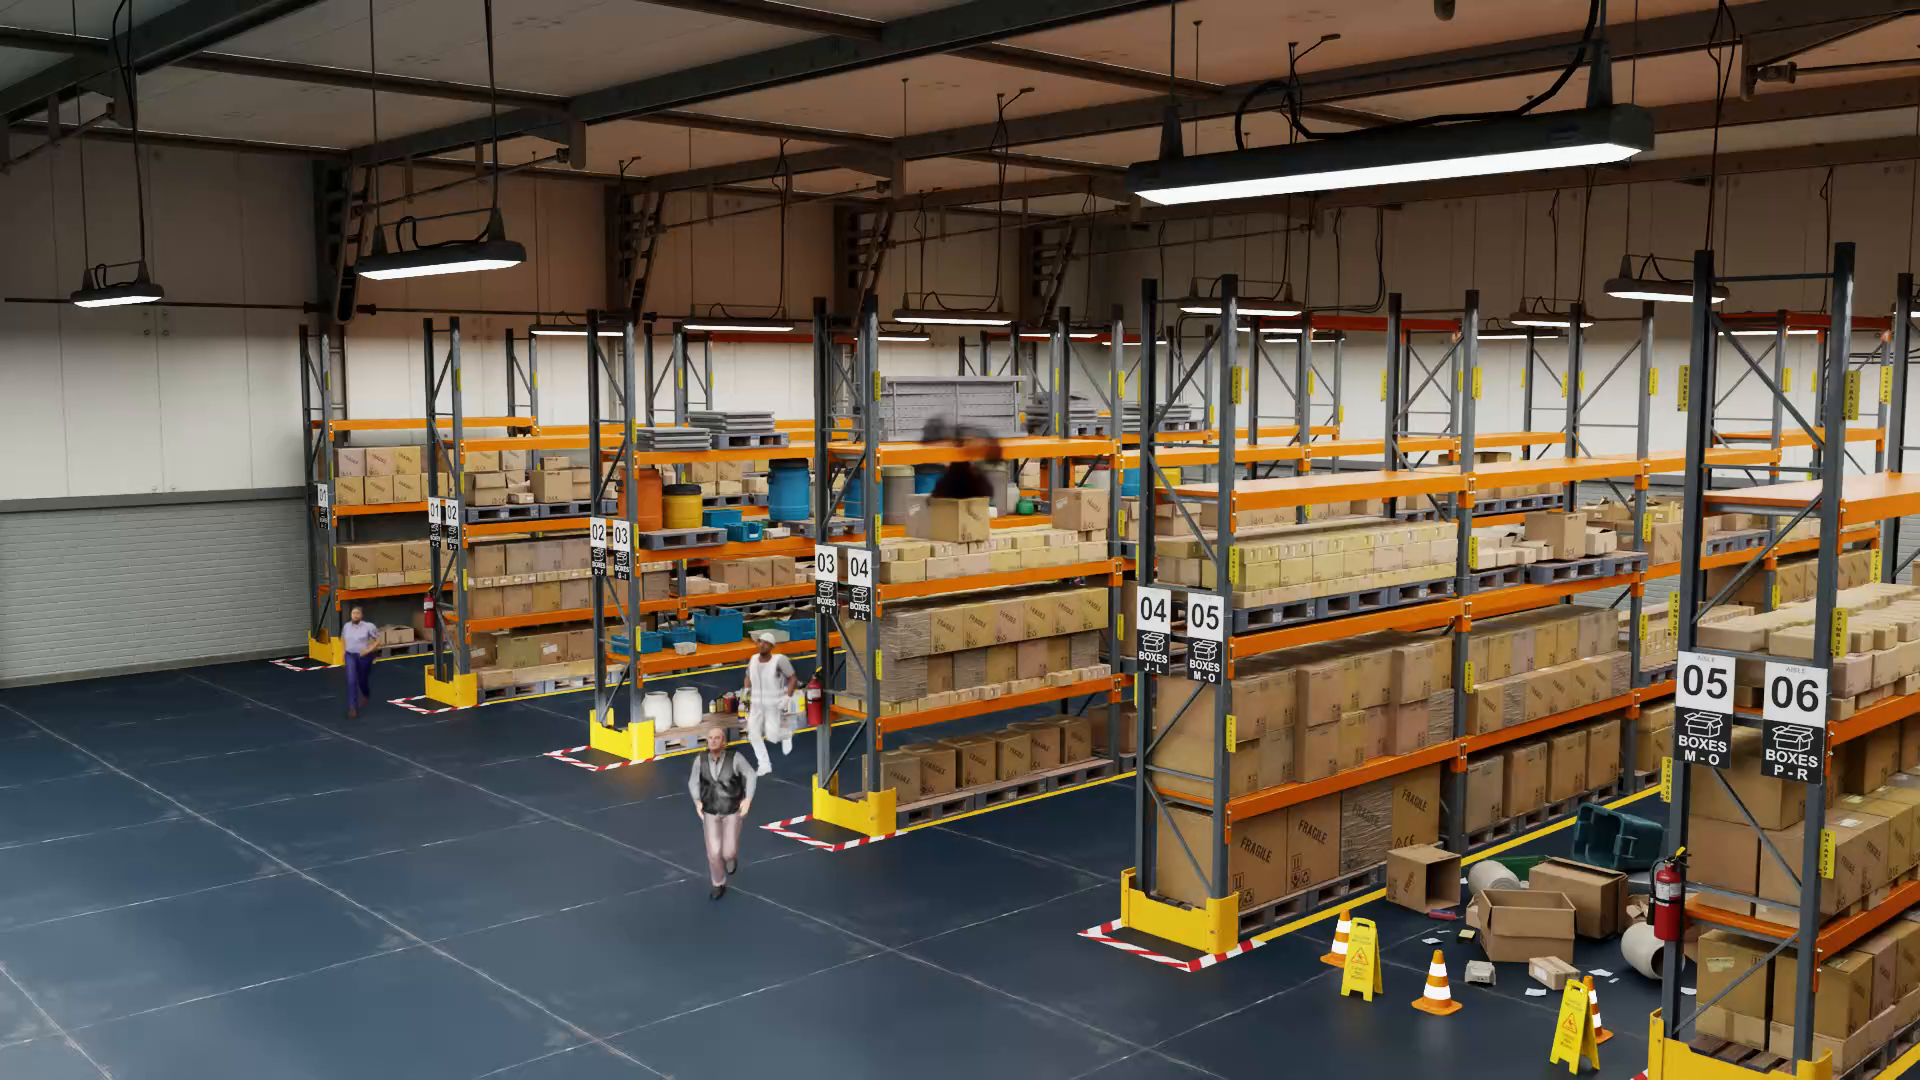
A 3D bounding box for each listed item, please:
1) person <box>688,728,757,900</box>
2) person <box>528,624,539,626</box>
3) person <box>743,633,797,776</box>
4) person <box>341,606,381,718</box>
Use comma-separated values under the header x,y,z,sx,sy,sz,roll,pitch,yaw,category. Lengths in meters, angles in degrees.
x,y,z,sx,sy,sz,roll,pitch,yaw,category
-2.349,2.679,16.443,0.674,1.695,0.650,0,6,2,person
-7.469,1.373,29.007,0.575,1.685,0.938,5,8,43,person
-2.331,1.982,20.310,0.712,1.723,0.667,2,6,22,person
-9.035,1.803,25.065,0.606,1.630,0.899,-1,6,-8,person
